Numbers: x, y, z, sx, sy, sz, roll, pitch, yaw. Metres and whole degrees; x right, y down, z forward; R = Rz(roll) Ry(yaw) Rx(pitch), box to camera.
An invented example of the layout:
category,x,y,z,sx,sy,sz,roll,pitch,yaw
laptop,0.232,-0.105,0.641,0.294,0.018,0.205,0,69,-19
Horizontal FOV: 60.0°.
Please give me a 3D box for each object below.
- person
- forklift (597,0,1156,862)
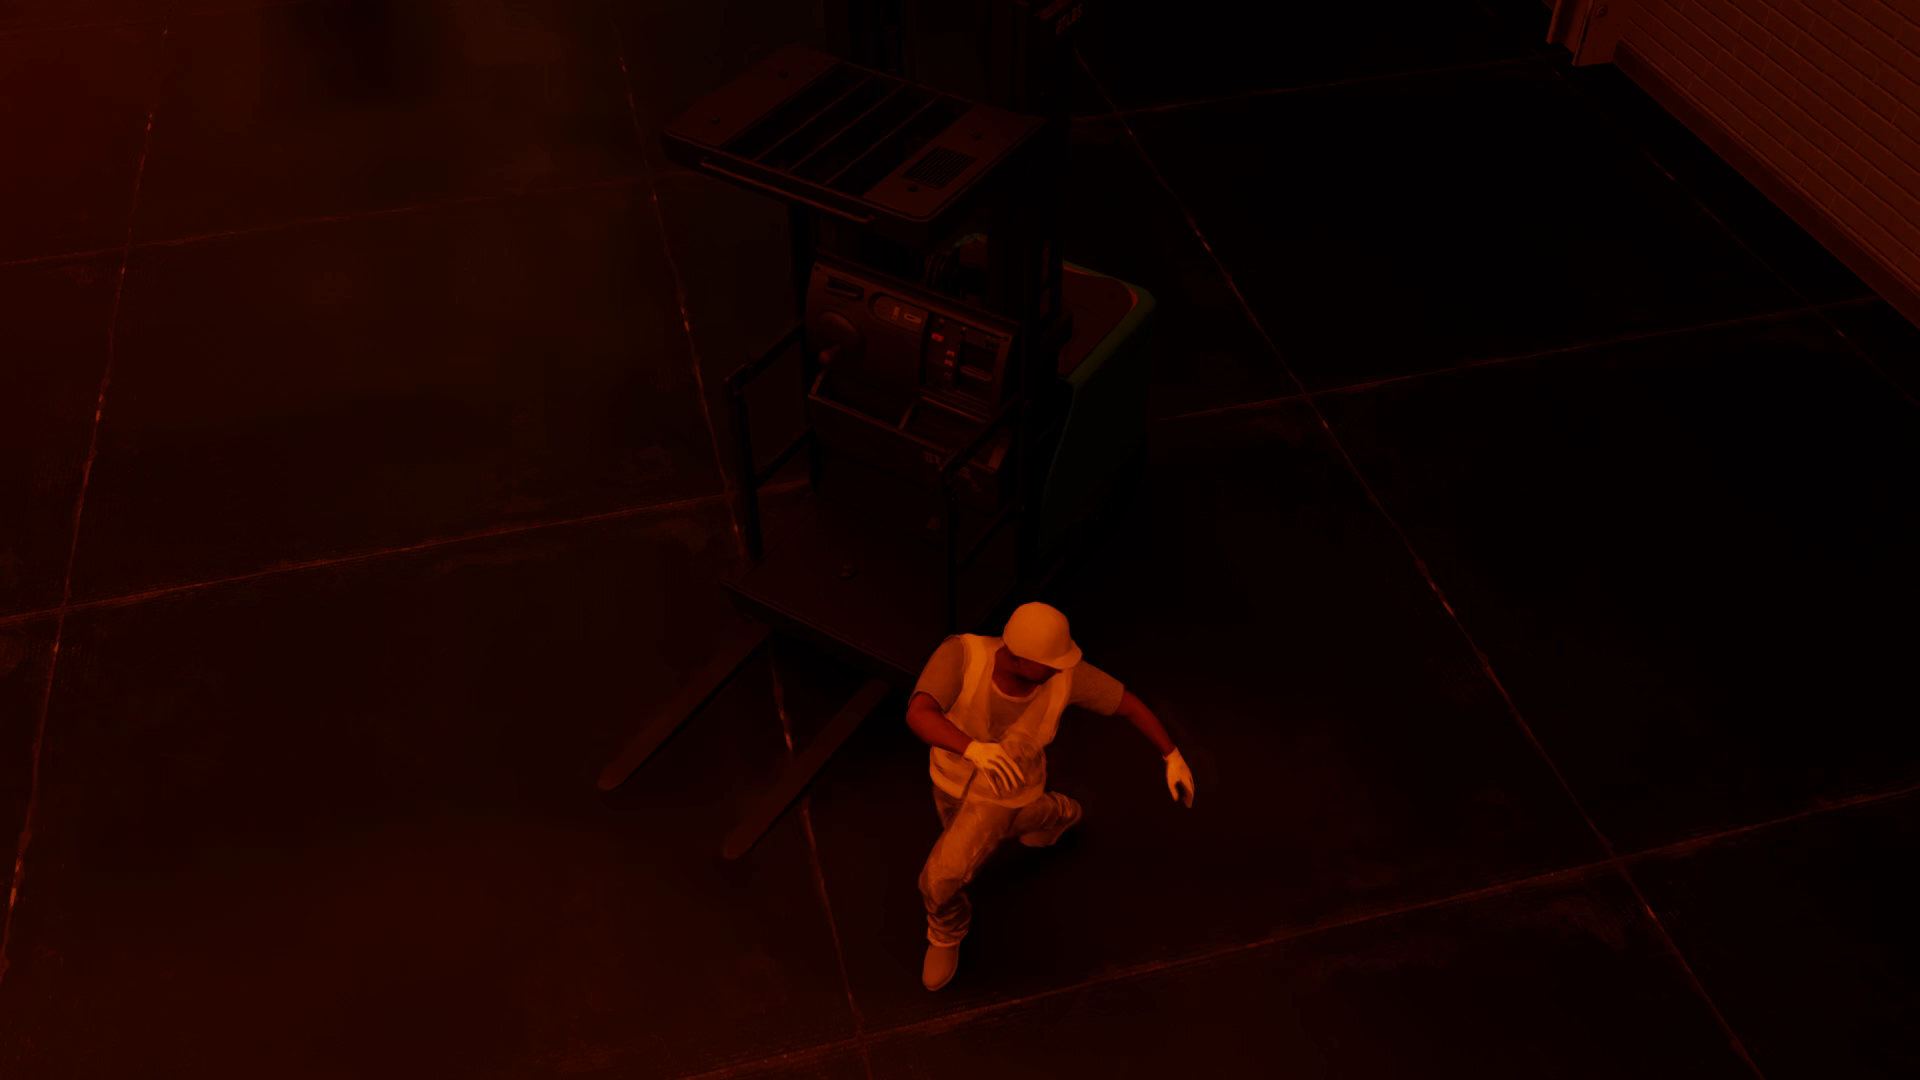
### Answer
category,x,y,z,sx,sy,sz,roll,pitch,yaw
person,0.287,0.883,5.769,0.894,1.561,0.960,23,48,22
forklift,-0.322,-0.708,6.395,1.130,2.935,3.031,23,48,23
